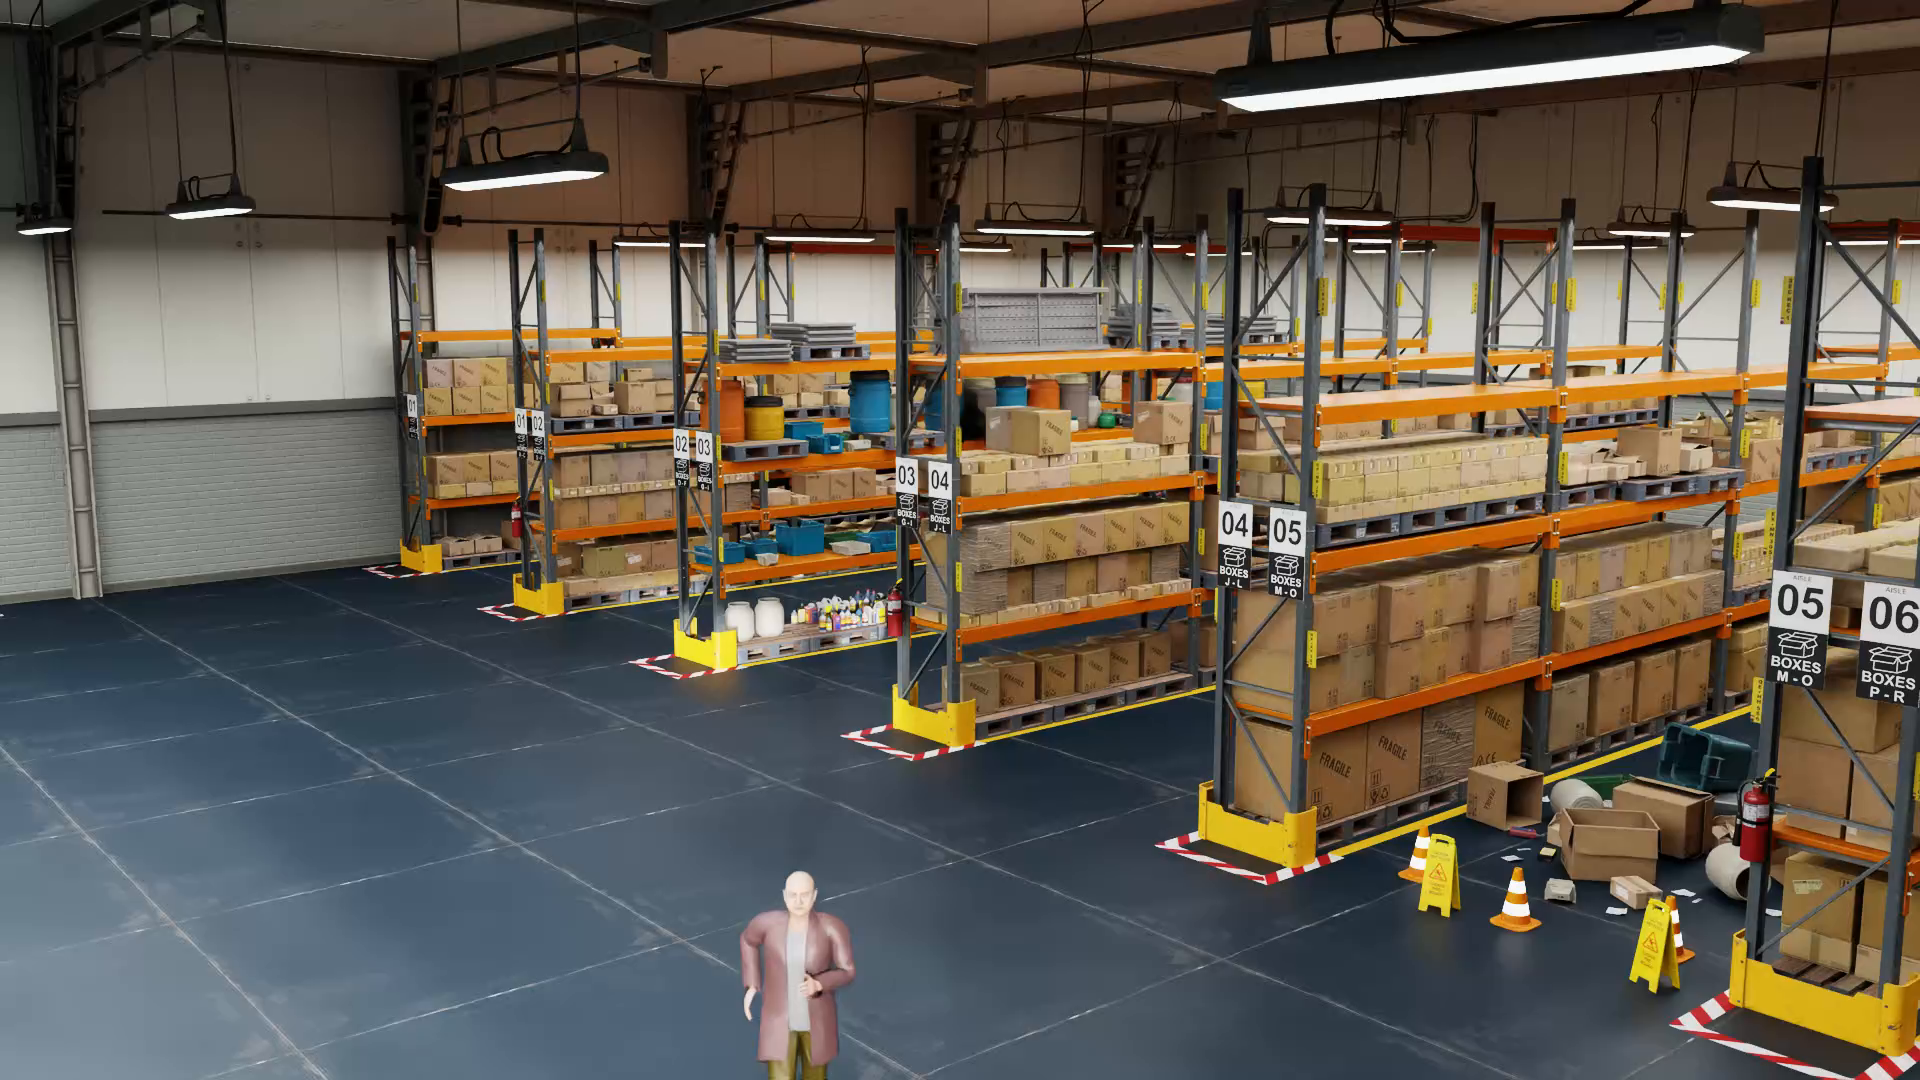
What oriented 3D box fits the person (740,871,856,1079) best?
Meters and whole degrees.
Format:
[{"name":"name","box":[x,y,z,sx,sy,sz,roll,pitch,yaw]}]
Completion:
[{"name":"person","box":[-0.939,2.825,9.684,0.668,1.842,0.825,-1,9,-7]}]
